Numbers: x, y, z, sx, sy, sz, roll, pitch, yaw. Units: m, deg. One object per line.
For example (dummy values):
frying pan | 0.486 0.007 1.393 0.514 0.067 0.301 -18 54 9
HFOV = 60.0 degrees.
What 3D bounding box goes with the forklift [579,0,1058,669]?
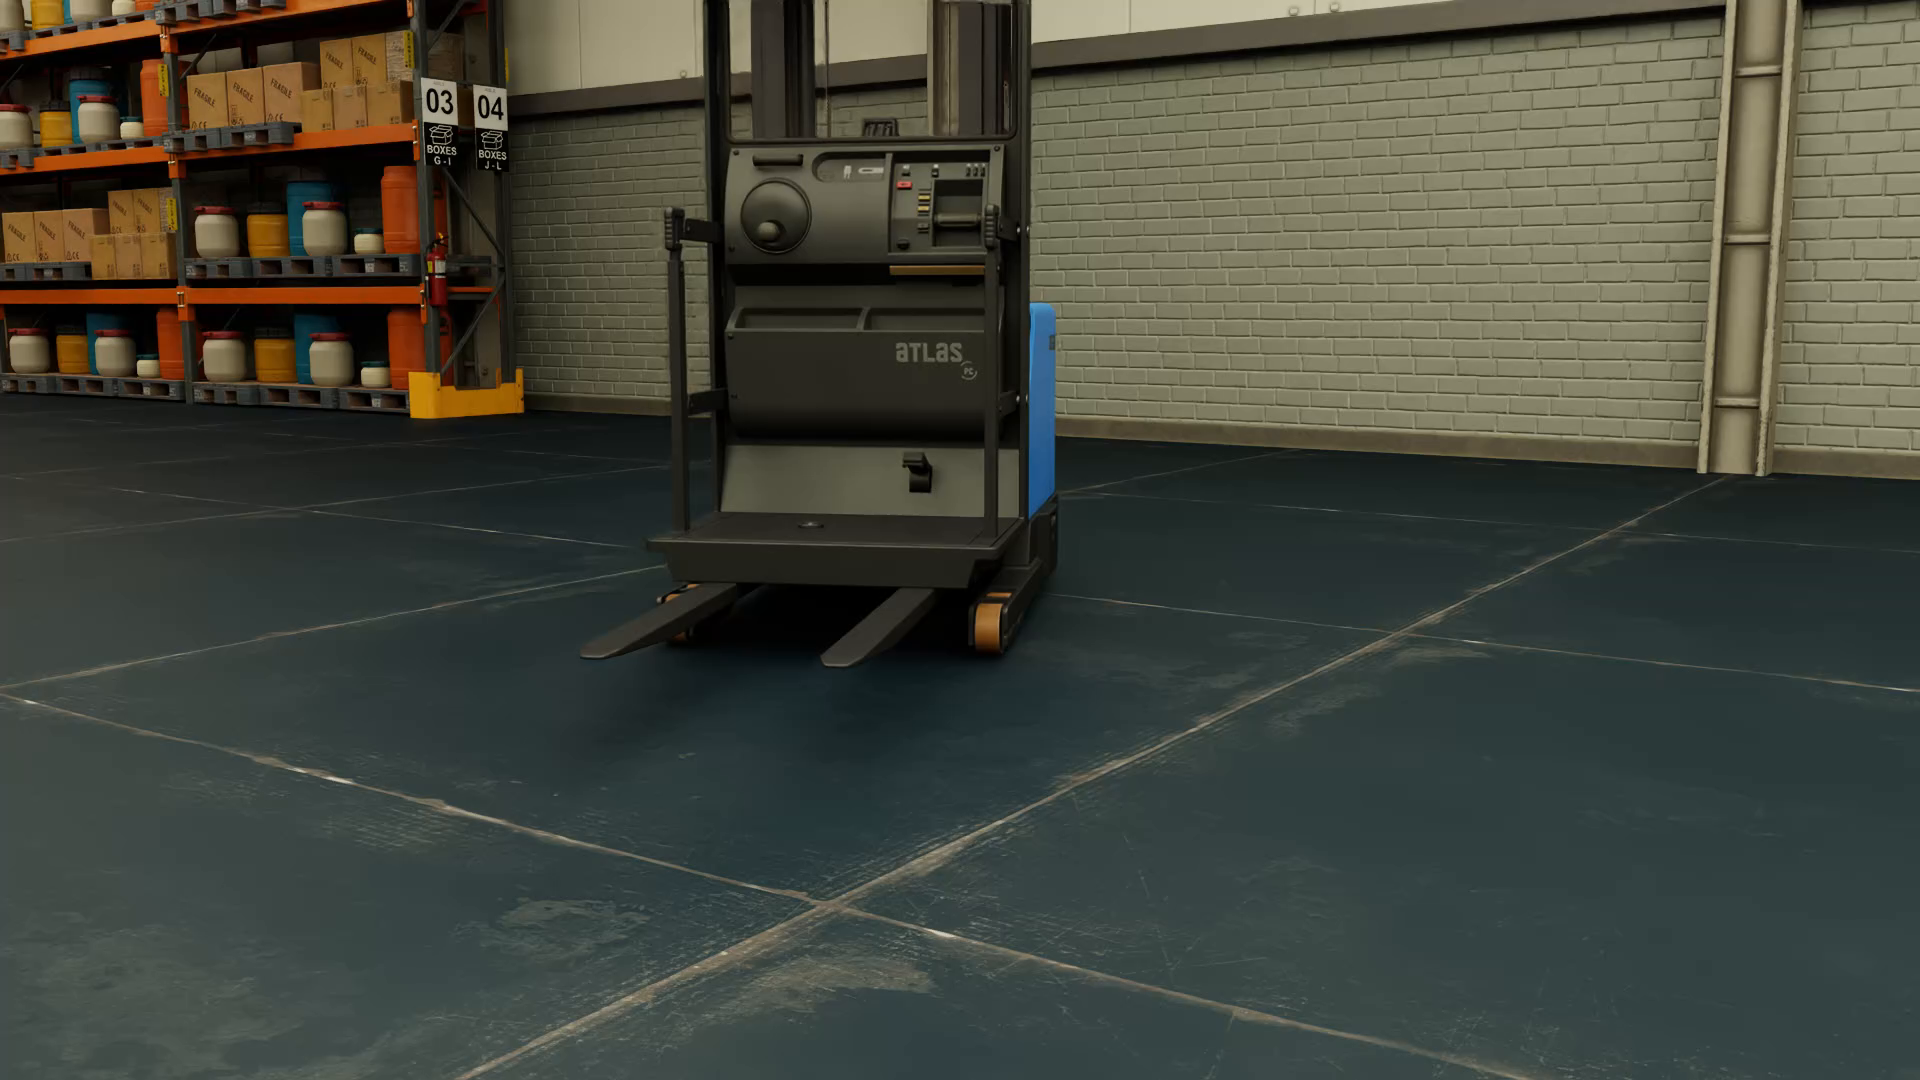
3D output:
forklift | -0.350 -1.151 5.285 1.130 2.935 3.031 1 8 9
